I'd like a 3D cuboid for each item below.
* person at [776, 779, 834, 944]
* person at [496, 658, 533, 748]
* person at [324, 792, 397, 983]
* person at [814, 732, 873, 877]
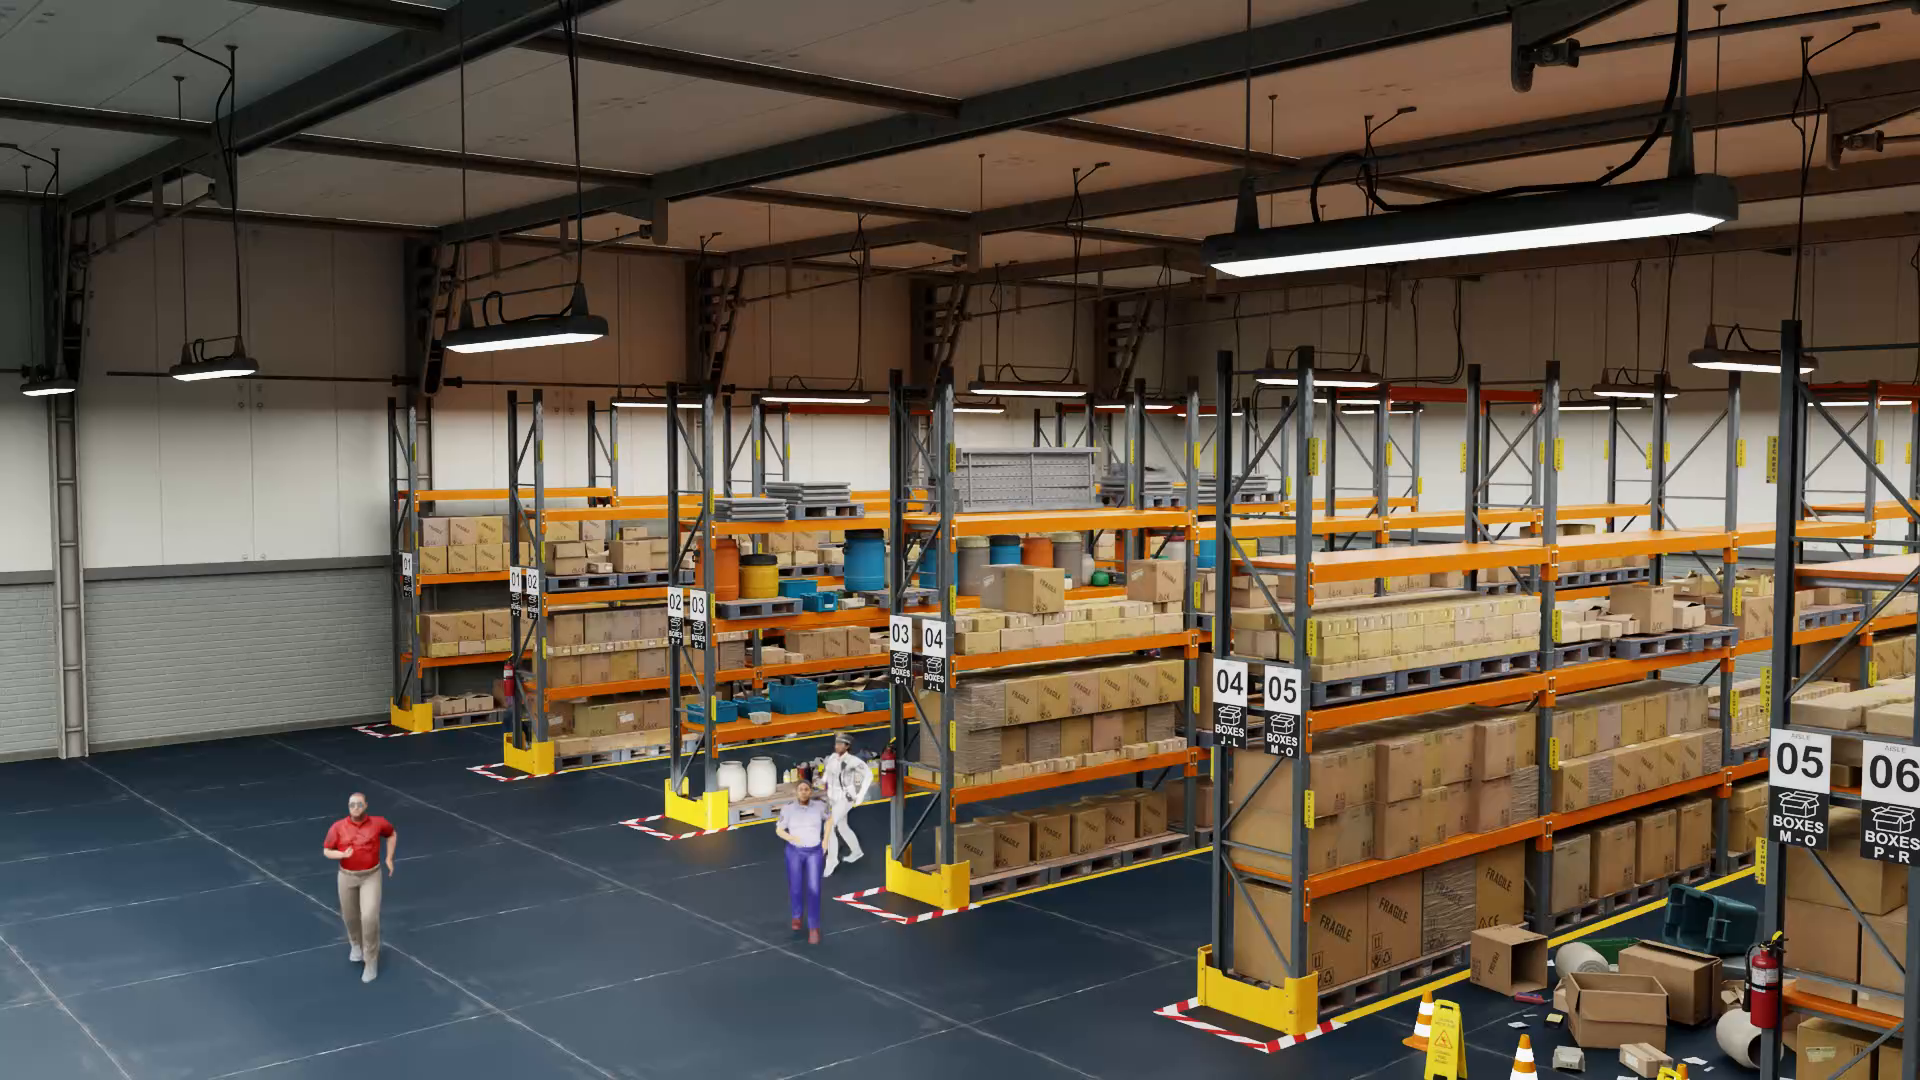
[{"bbox_3d":[-1.618,3.340,17.380,0.604,1.714,0.664,0,3,-5],"label":"person"},{"bbox_3d":[-7.406,2.747,27.726,0.686,1.621,0.525,-3,5,-43],"label":"person"},{"bbox_3d":[-5.860,3.356,16.247,0.639,1.793,0.808,-1,3,-11],"label":"person"},{"bbox_3d":[-1.405,3.157,20.060,0.756,1.723,0.646,-3,4,-42],"label":"person"}]
